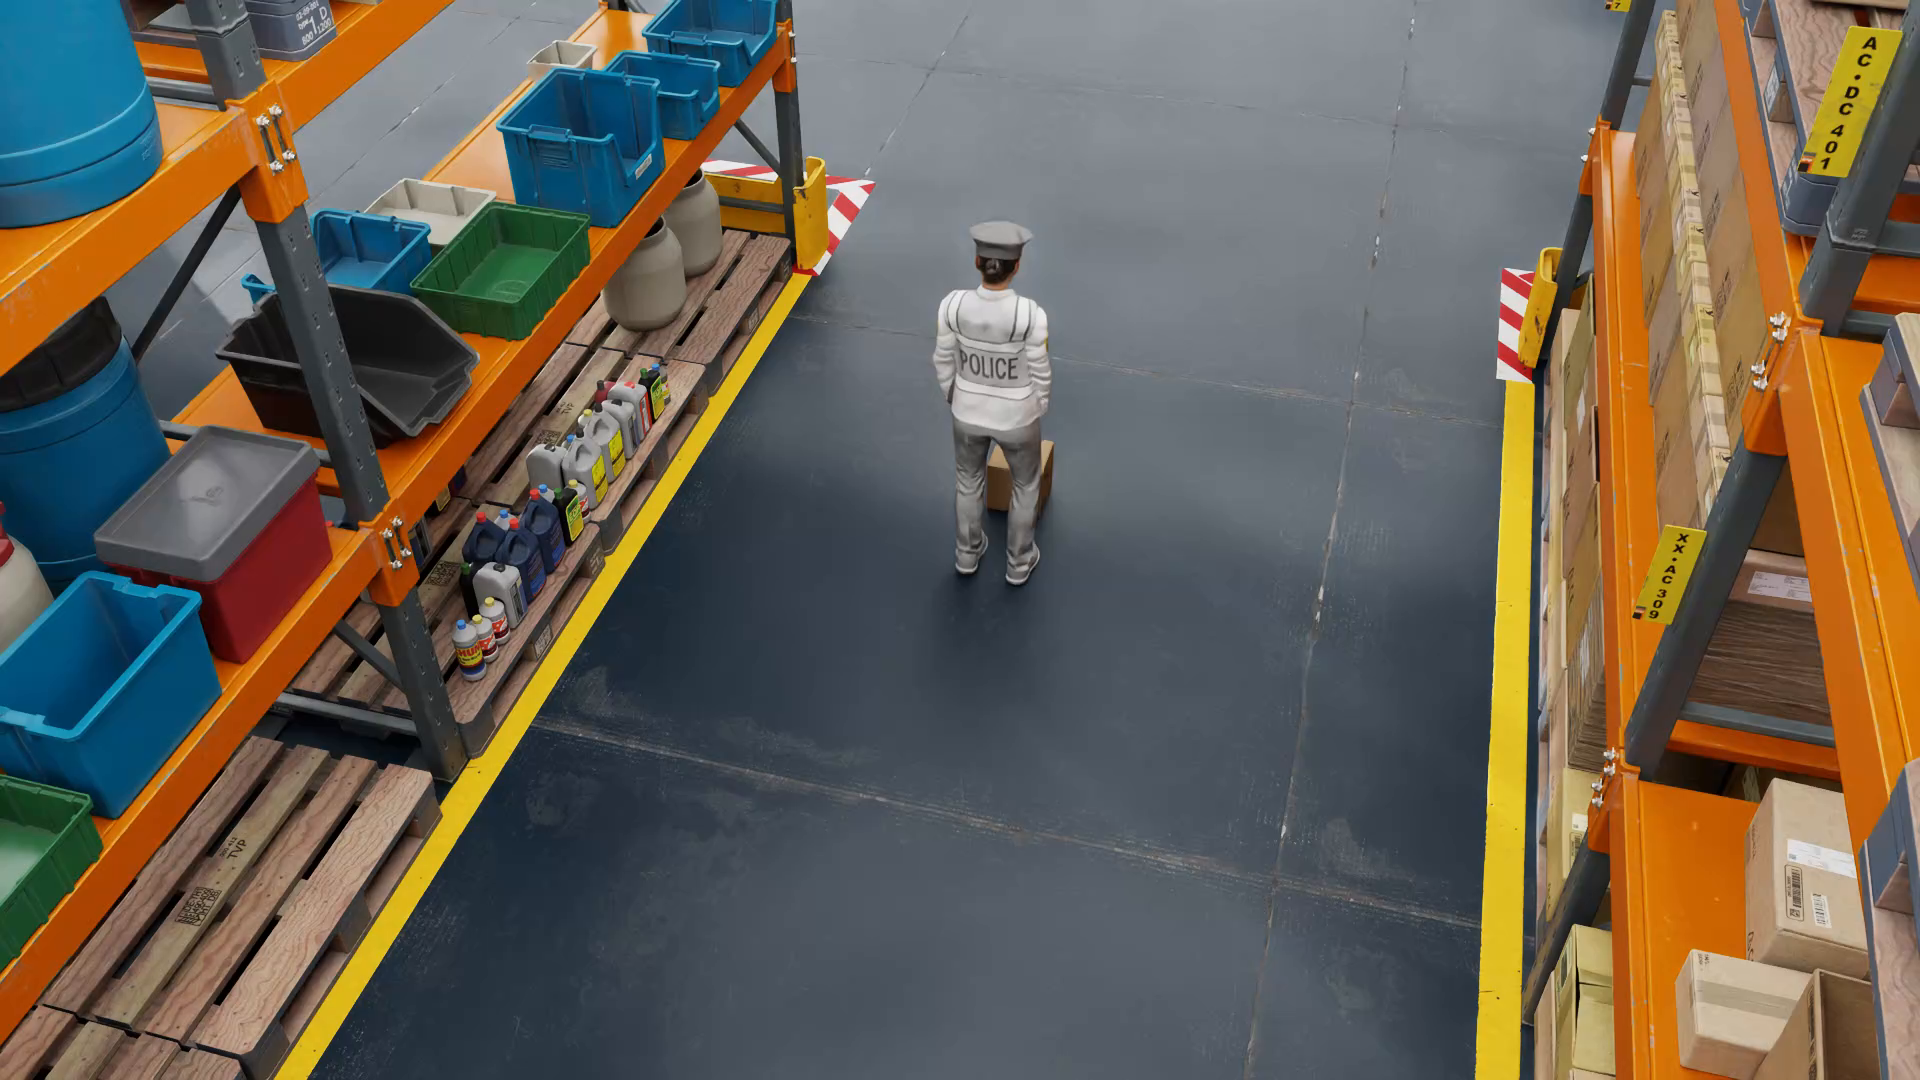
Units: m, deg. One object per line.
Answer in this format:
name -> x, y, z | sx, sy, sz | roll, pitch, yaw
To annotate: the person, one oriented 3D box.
person -> 0.134, -0.527, 6.777 | 0.485, 1.651, 0.381 | 11, 42, 12
